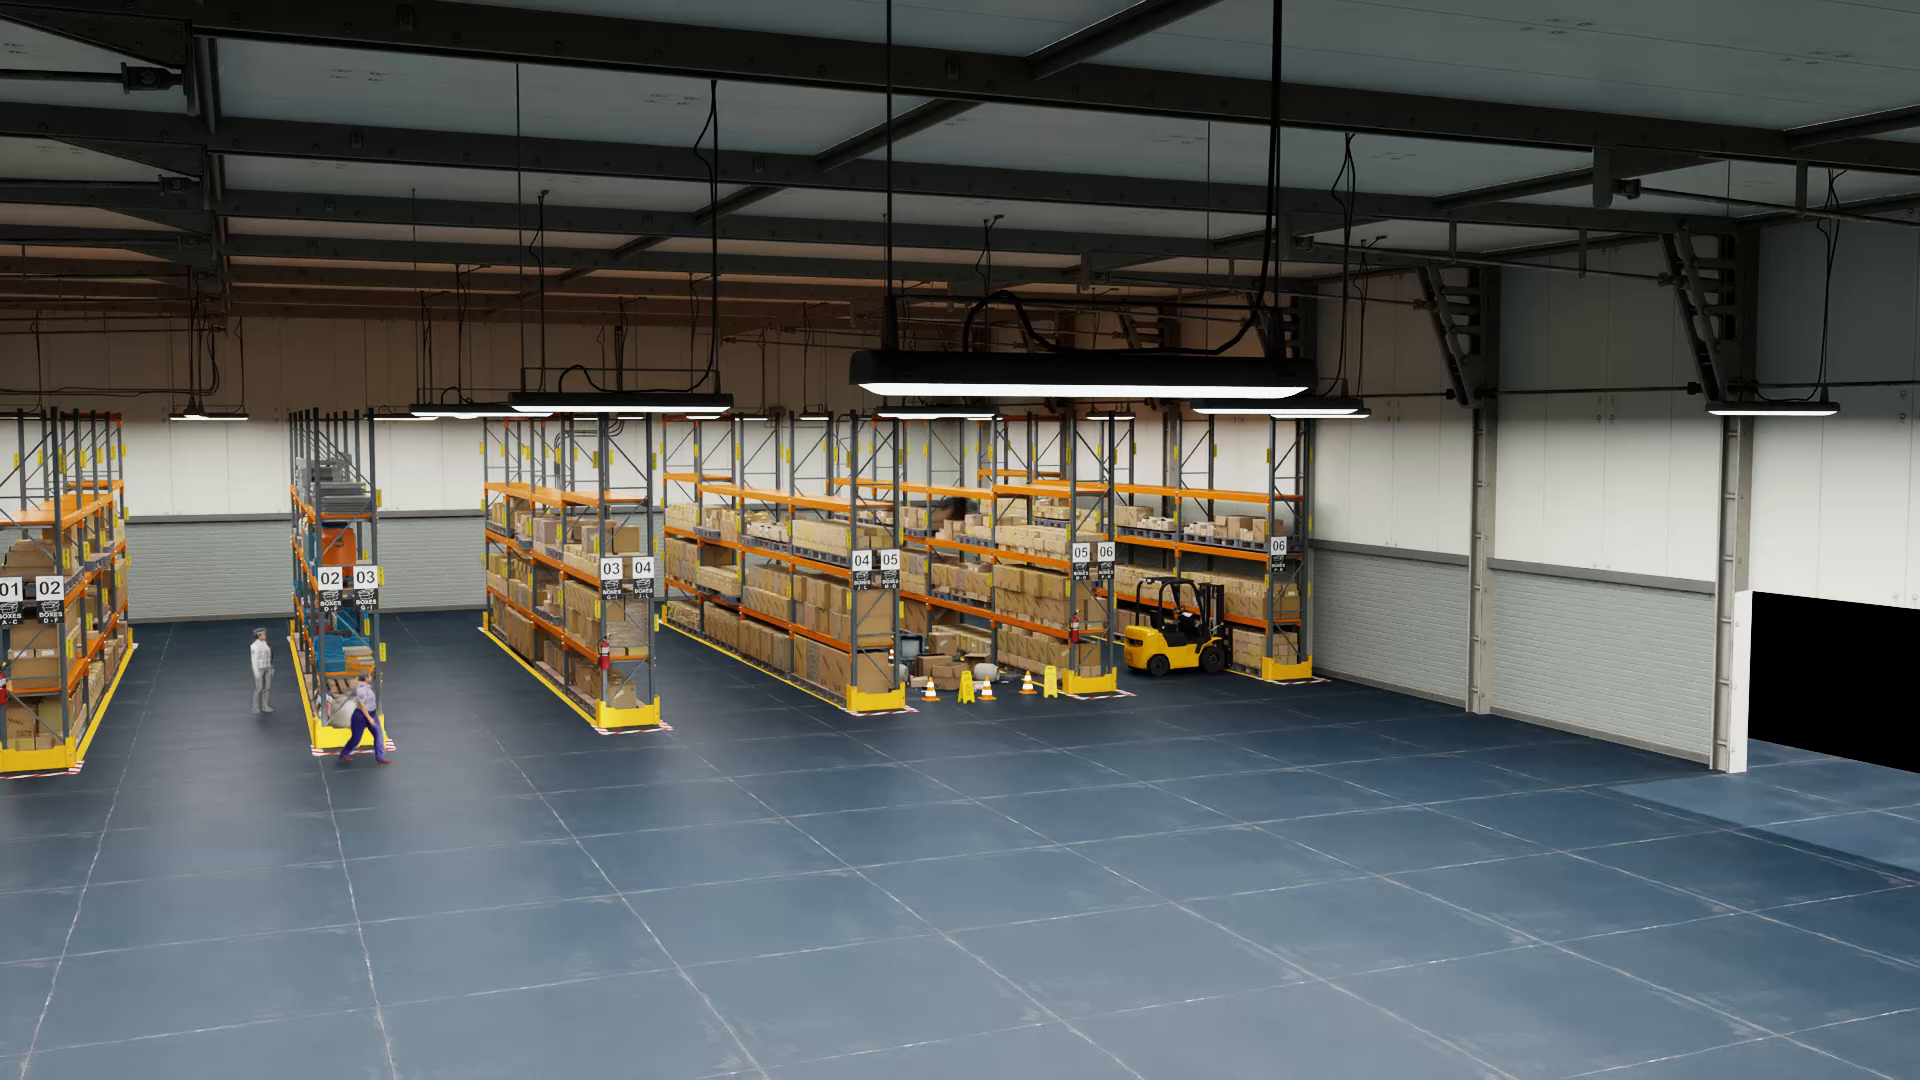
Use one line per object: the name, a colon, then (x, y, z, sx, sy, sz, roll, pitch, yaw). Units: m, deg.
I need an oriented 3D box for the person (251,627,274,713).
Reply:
person: (-13.883, 2.611, 33.107, 0.361, 1.762, 0.535, 2, 4, 21)

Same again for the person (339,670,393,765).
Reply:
person: (-9.980, 2.981, 27.831, 0.965, 1.583, 0.444, 2, 4, 25)
